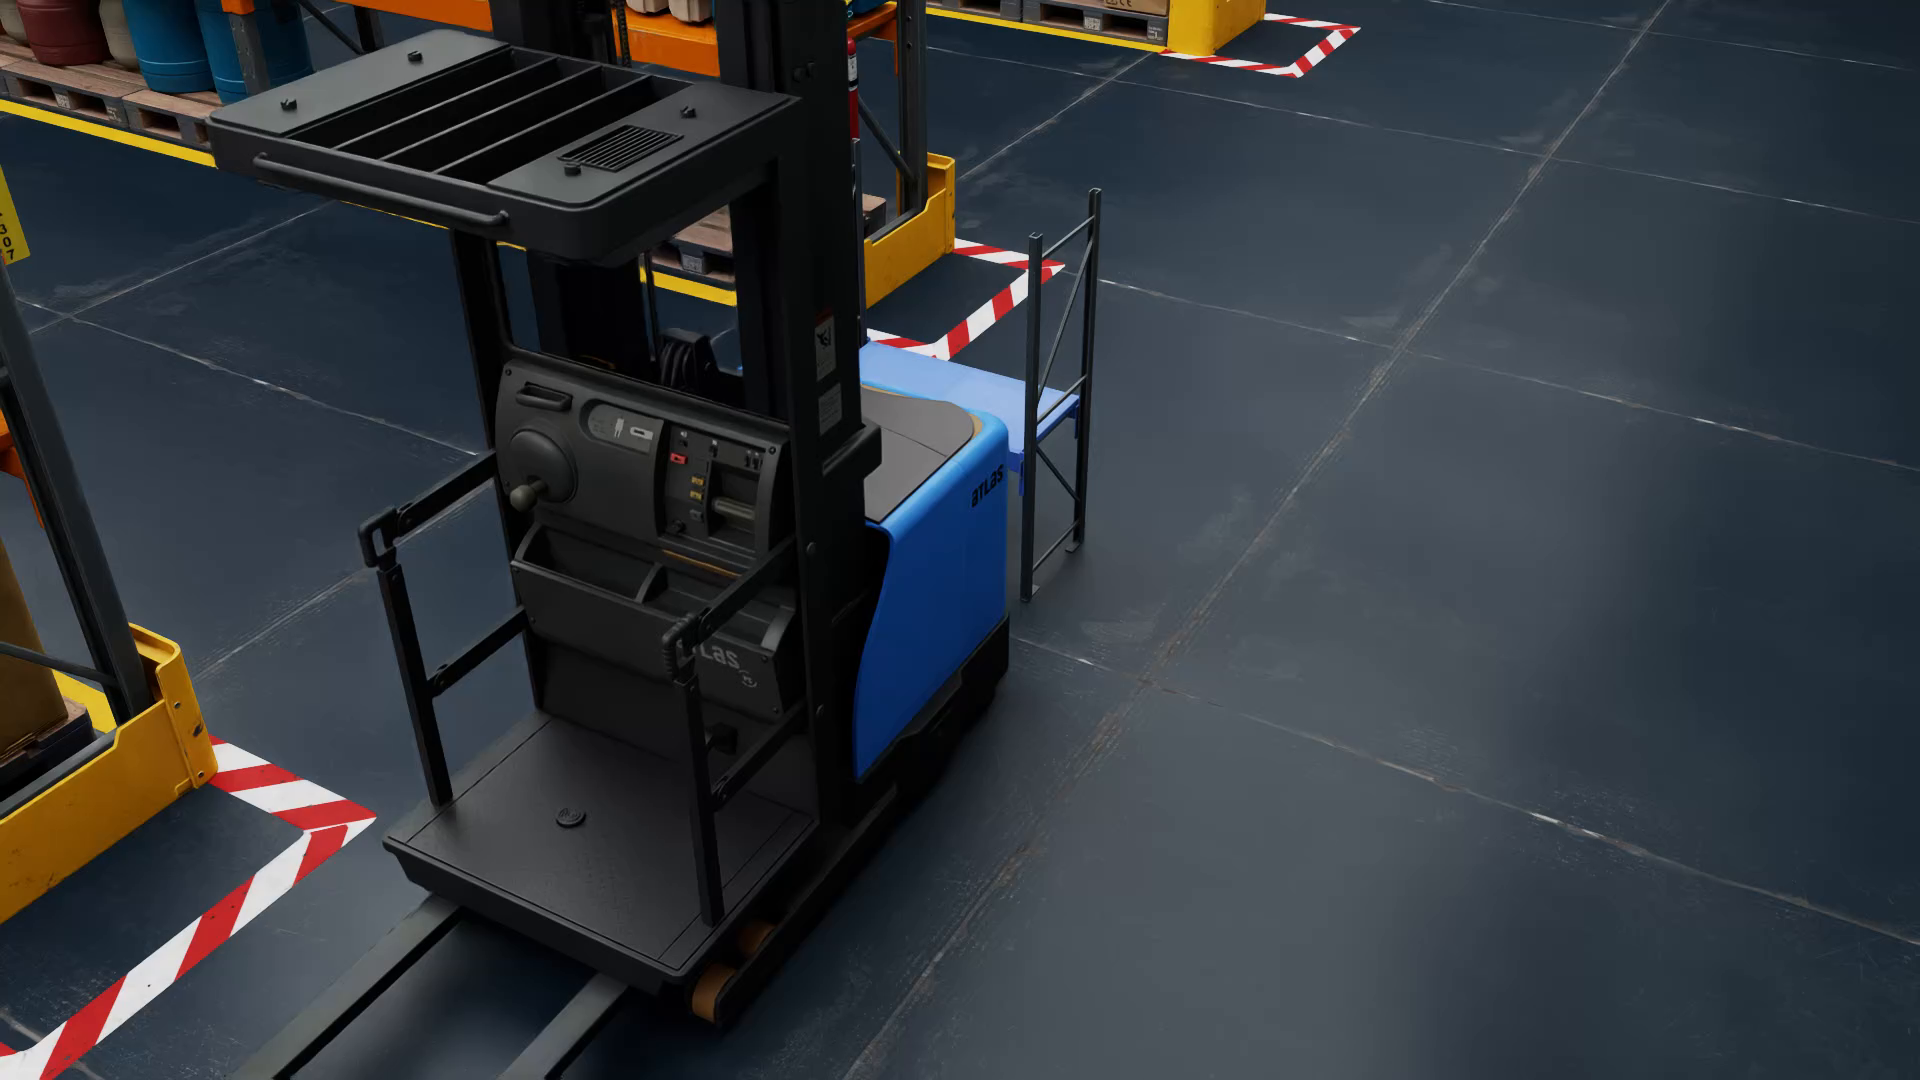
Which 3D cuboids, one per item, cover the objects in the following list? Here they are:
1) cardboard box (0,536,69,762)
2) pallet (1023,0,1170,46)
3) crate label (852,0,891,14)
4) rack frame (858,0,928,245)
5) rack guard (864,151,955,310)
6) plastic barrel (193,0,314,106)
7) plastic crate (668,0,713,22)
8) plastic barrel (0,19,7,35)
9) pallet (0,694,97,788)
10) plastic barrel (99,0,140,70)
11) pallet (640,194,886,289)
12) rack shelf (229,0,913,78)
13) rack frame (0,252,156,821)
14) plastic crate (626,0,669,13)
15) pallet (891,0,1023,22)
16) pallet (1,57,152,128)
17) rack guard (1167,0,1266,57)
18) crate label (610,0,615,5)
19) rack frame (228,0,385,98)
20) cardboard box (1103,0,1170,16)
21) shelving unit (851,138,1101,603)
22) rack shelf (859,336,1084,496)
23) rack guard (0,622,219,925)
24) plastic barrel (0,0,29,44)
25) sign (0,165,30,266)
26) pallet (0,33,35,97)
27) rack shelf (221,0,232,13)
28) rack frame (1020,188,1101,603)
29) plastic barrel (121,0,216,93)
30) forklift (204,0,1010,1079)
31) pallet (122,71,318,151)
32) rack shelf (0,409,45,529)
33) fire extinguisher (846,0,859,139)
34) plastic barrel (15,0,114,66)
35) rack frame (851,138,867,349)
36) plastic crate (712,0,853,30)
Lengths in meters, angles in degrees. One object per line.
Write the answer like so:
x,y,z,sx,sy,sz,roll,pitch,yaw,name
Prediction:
-3.524,0.316,5.107,0.875,0.875,0.875,18,37,24,cardboard box
1.231,-4.101,12.718,1.213,0.211,1.003,18,37,24,pallet
-0.522,-2.821,8.377,0.303,0.233,0.416,18,37,24,crate label
-0.471,-2.639,8.007,0.127,3.000,1.000,18,37,24,rack frame
-0.444,-1.598,8.699,0.348,0.500,1.175,18,37,24,rack guard
-4.408,-3.198,10.361,0.708,0.901,0.600,18,37,24,plastic barrel
-1.269,-2.692,8.269,0.243,0.136,0.396,18,37,24,plastic crate
-6.983,-3.984,11.606,0.708,0.830,0.600,18,37,24,plastic barrel
-3.662,0.723,5.474,1.213,0.211,1.003,18,37,24,pallet
-5.468,-3.429,11.059,0.421,0.512,0.421,0,34,0,plastic barrel
-1.168,-1.724,9.149,1.213,0.211,1.003,18,37,24,pallet
-2.207,-2.890,9.032,4.000,0.370,1.077,18,37,24,rack shelf
-2.928,-0.256,4.428,0.127,3.000,1.000,18,37,24,rack frame
-1.513,-2.778,8.400,0.243,0.136,0.396,18,37,24,plastic crate
0.176,-4.437,13.223,1.213,0.211,1.003,18,37,24,pallet
-5.656,-3.146,11.284,1.213,0.211,1.003,18,37,24,pallet
1.924,-4.002,12.309,0.348,0.500,1.175,18,37,24,rack guard
-1.767,-2.843,8.497,0.243,0.136,0.396,18,37,24,crate label
-3.944,-3.739,9.659,0.127,3.000,1.000,18,37,24,rack frame
1.396,-4.196,12.202,0.500,0.500,0.500,18,37,24,cardboard box
-0.074,-0.648,6.370,1.048,1.500,0.538,18,37,24,shelving unit
-0.074,-0.498,6.469,1.000,0.185,0.538,18,37,24,rack shelf
-2.908,0.791,5.111,0.348,0.500,1.175,18,37,24,rack guard
-6.449,-3.740,11.526,0.421,0.512,0.421,0,34,0,plastic barrel
-2.648,-0.914,4.564,0.005,0.325,0.100,18,37,24,sign
-6.711,-3.482,11.788,1.213,0.211,1.003,18,37,24,pallet
-5.680,-3.990,10.684,4.000,0.370,1.077,18,37,24,rack shelf
0.367,-0.508,6.160,0.032,1.500,0.500,18,37,24,rack frame
-5.022,-3.393,10.654,0.708,0.901,0.600,18,37,24,plastic barrel
-0.979,-0.145,4.323,1.130,2.935,3.031,17,37,24,forklift
-4.593,-2.811,10.781,1.213,0.211,1.003,18,37,24,pallet
-4.665,-0.506,5.453,4.000,0.370,1.077,18,37,24,rack shelf
-0.565,-2.192,7.741,0.183,0.674,0.296,18,37,24,fire extinguisher
-6.003,-3.573,11.207,0.708,0.588,0.600,18,37,24,plastic barrel
-0.515,-0.788,6.579,0.032,1.500,0.500,18,37,24,rack frame
-0.854,-2.681,7.984,0.499,0.435,0.616,18,37,24,plastic crate
